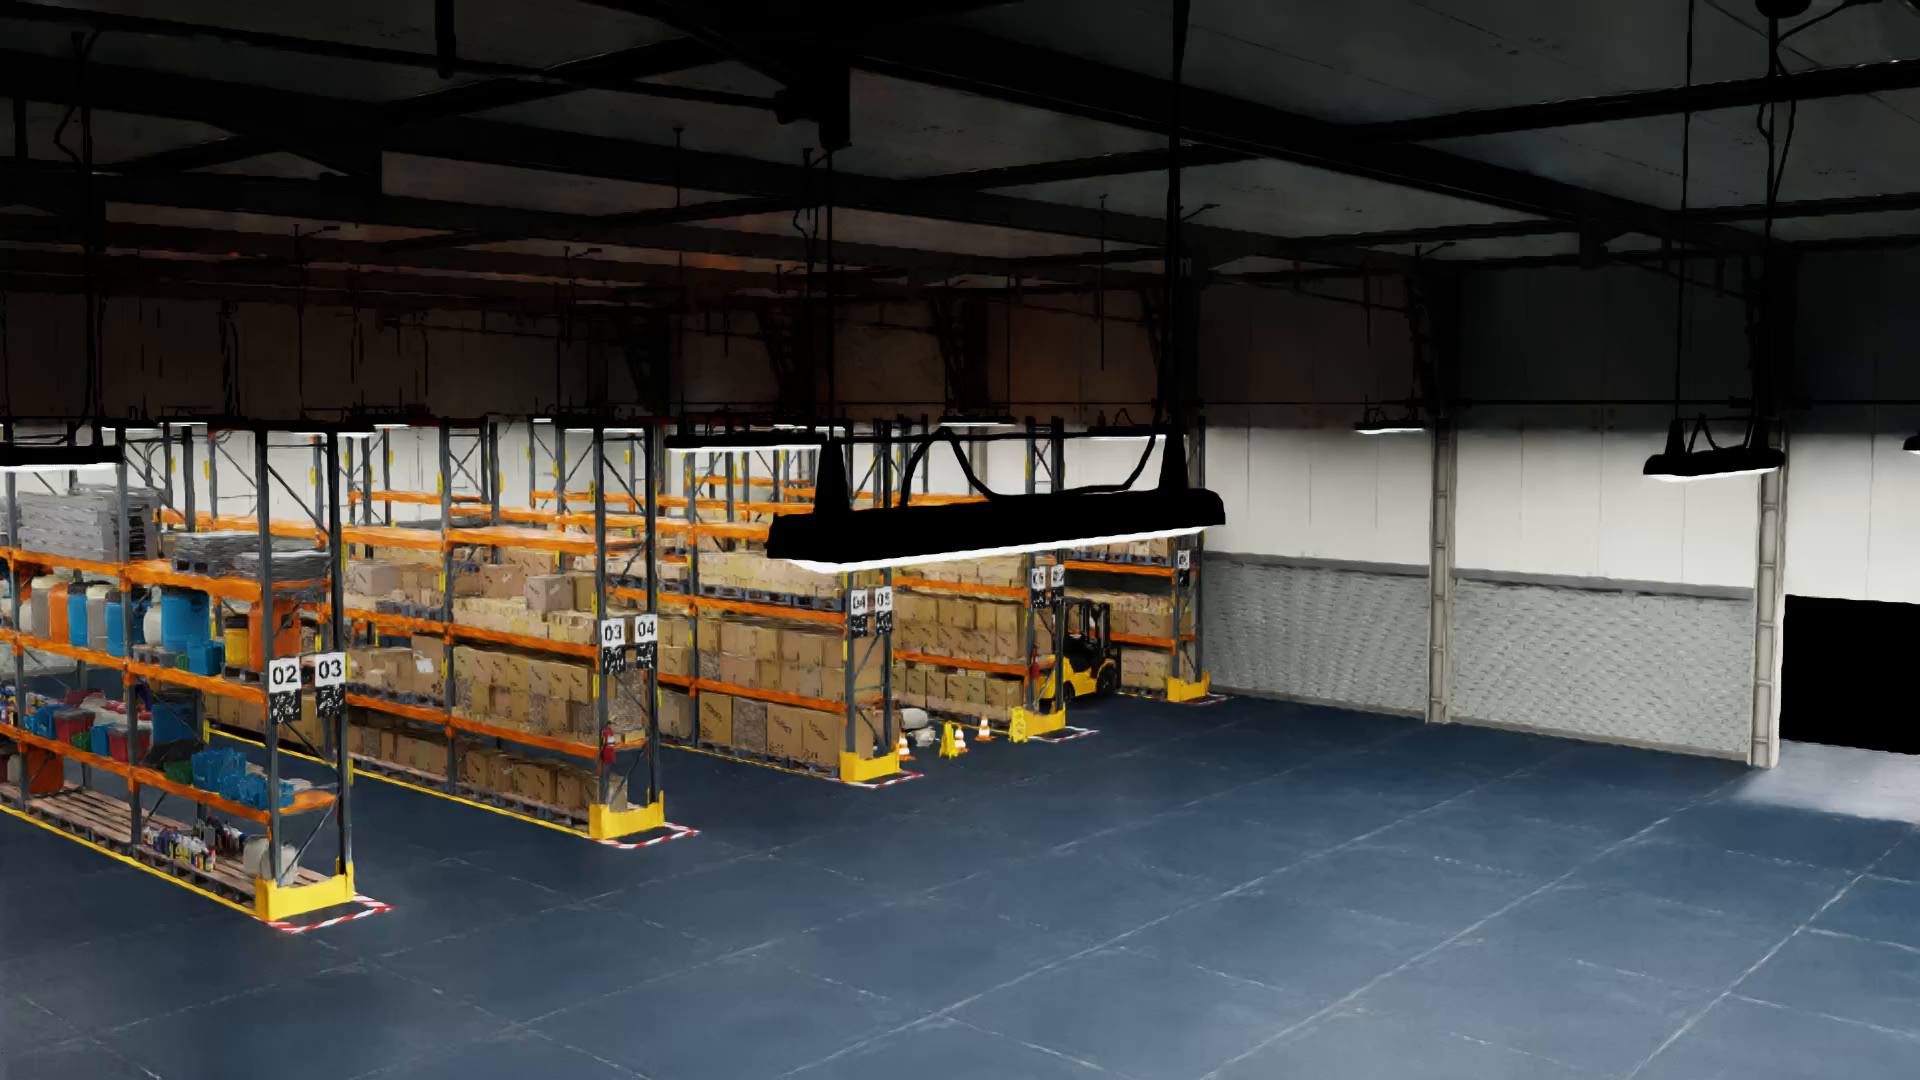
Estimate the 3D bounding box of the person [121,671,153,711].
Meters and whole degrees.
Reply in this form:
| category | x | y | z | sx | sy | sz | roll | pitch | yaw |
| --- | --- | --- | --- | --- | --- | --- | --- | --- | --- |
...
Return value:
| category | x | y | z | sx | sy | sz | roll | pitch | yaw |
| --- | --- | --- | --- | --- | --- | --- | --- | --- | --- |
| person | -15.935 | 2.906 | 32.243 | 0.628 | 1.505 | 0.828 | -4 | 7 | -43 |
